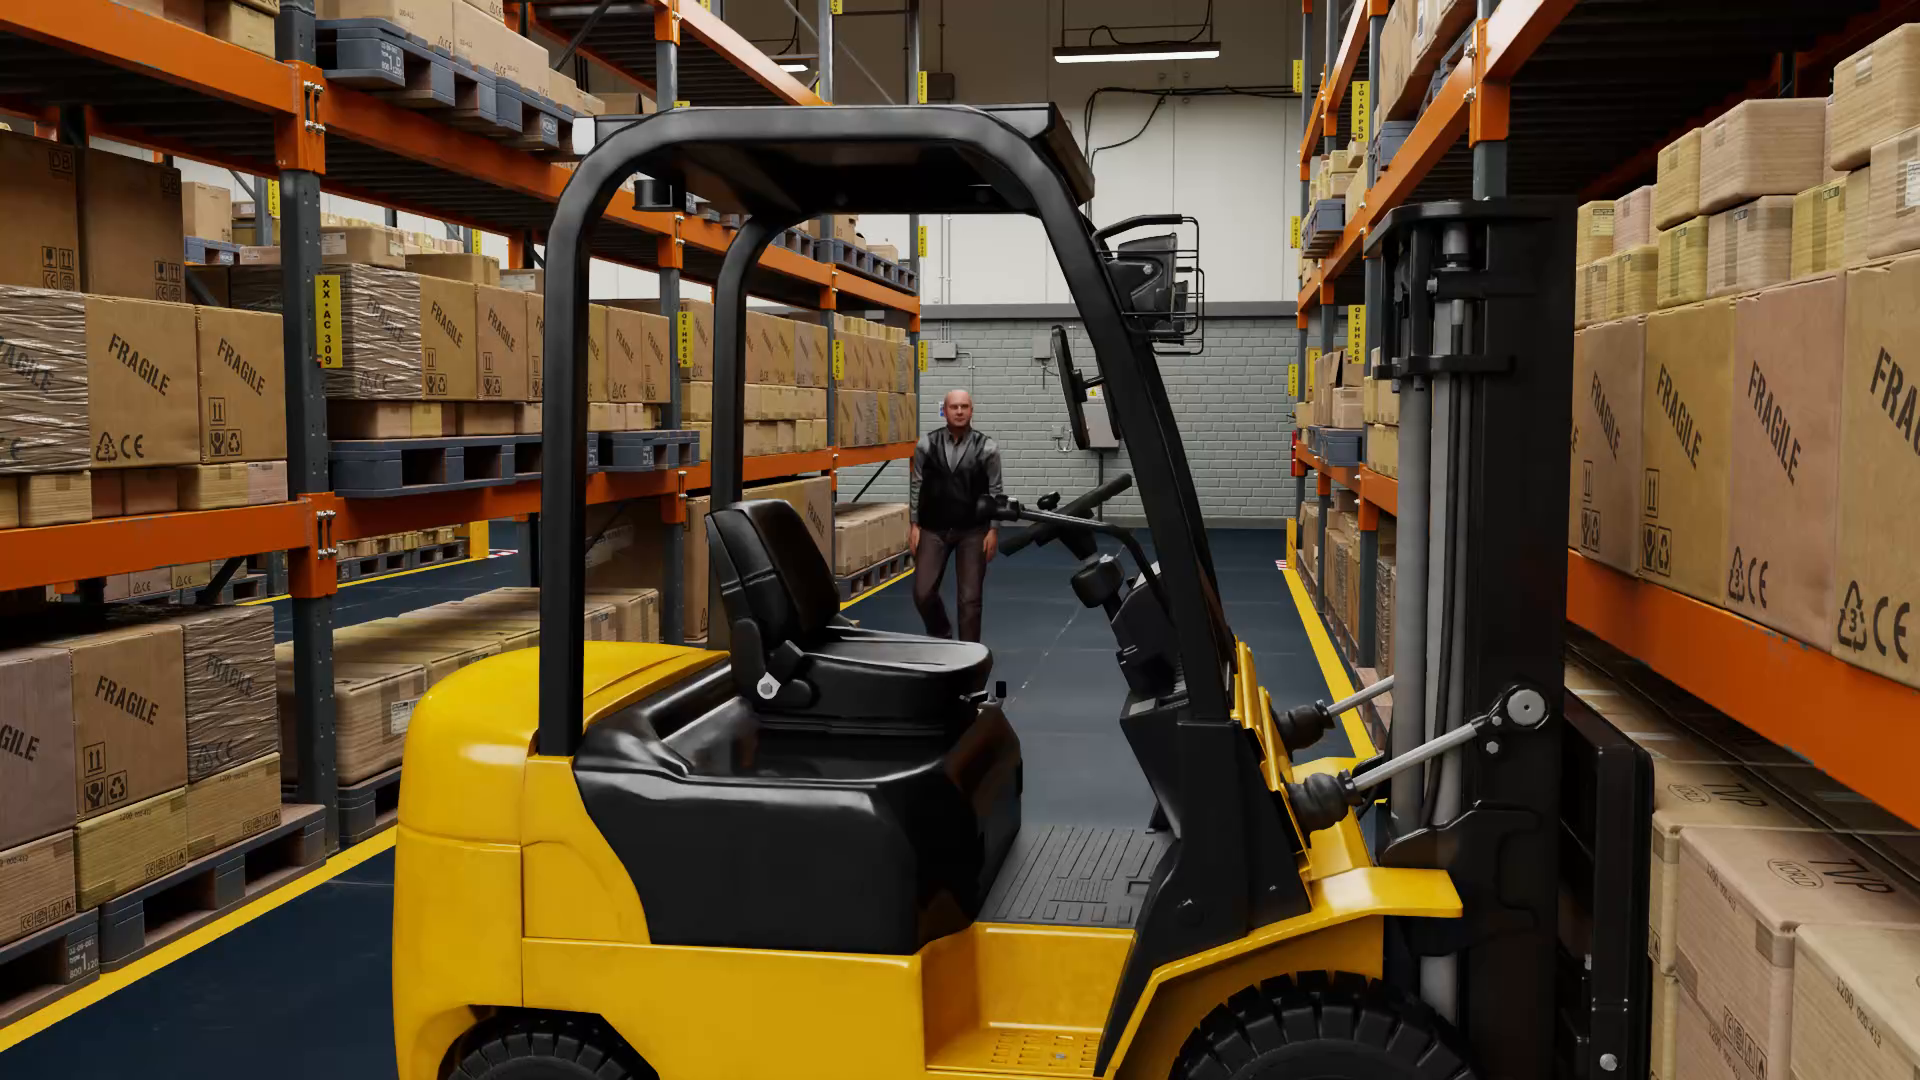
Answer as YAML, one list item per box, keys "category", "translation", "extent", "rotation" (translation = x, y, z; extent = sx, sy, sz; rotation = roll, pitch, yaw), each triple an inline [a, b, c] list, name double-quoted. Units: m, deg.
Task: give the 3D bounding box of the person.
- category: "person"
  translation: [-0.020, -0.036, 9.918]
  extent: [0.562, 1.720, 0.488]
  rotation: [0, 4, 4]
